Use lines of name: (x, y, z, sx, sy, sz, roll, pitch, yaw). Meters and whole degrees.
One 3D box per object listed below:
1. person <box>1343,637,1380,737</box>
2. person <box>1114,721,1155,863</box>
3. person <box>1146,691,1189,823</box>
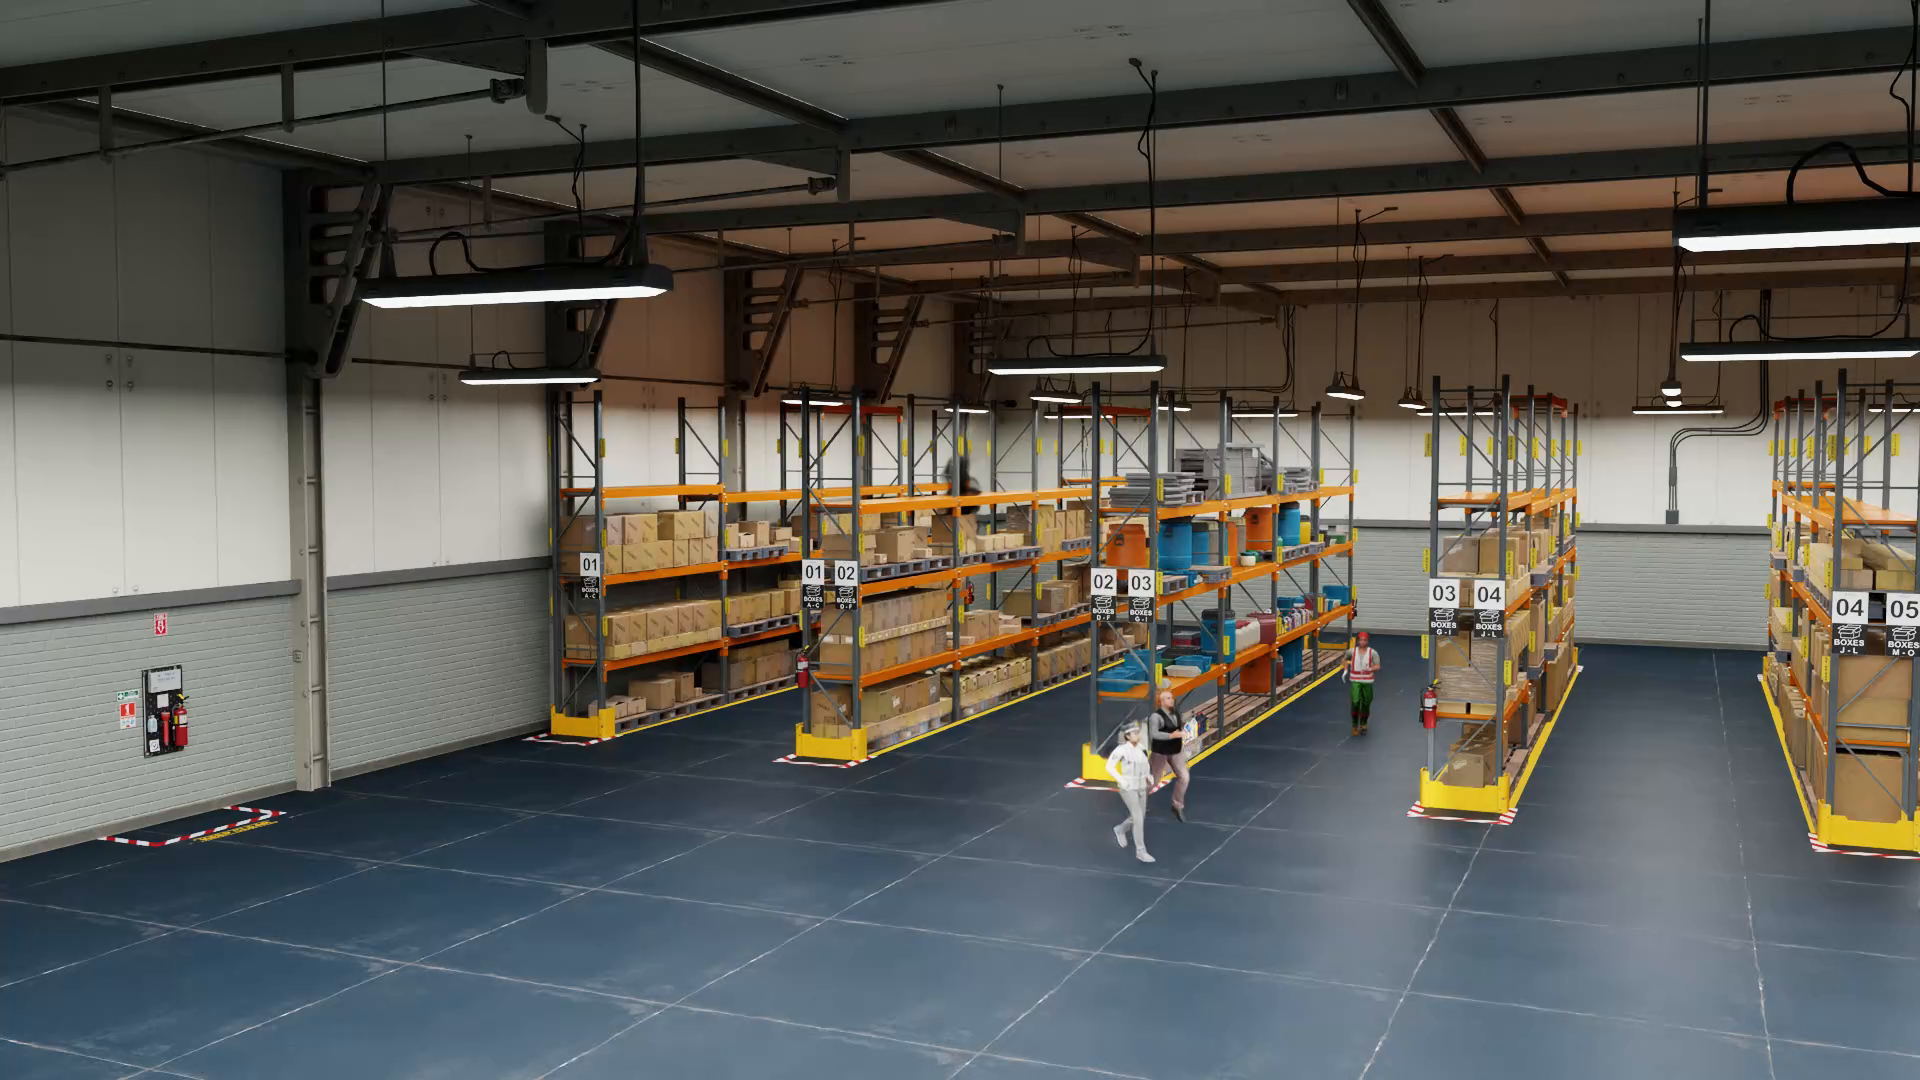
person: (7.011, 2.529, 29.047, 0.628, 1.774, 0.582, 1, 3, 10)
person: (2.083, 3.036, 20.269, 0.363, 1.683, 0.766, -2, 4, -37)
person: (2.807, 2.905, 22.460, 0.543, 1.769, 0.894, -2, 4, -34)
